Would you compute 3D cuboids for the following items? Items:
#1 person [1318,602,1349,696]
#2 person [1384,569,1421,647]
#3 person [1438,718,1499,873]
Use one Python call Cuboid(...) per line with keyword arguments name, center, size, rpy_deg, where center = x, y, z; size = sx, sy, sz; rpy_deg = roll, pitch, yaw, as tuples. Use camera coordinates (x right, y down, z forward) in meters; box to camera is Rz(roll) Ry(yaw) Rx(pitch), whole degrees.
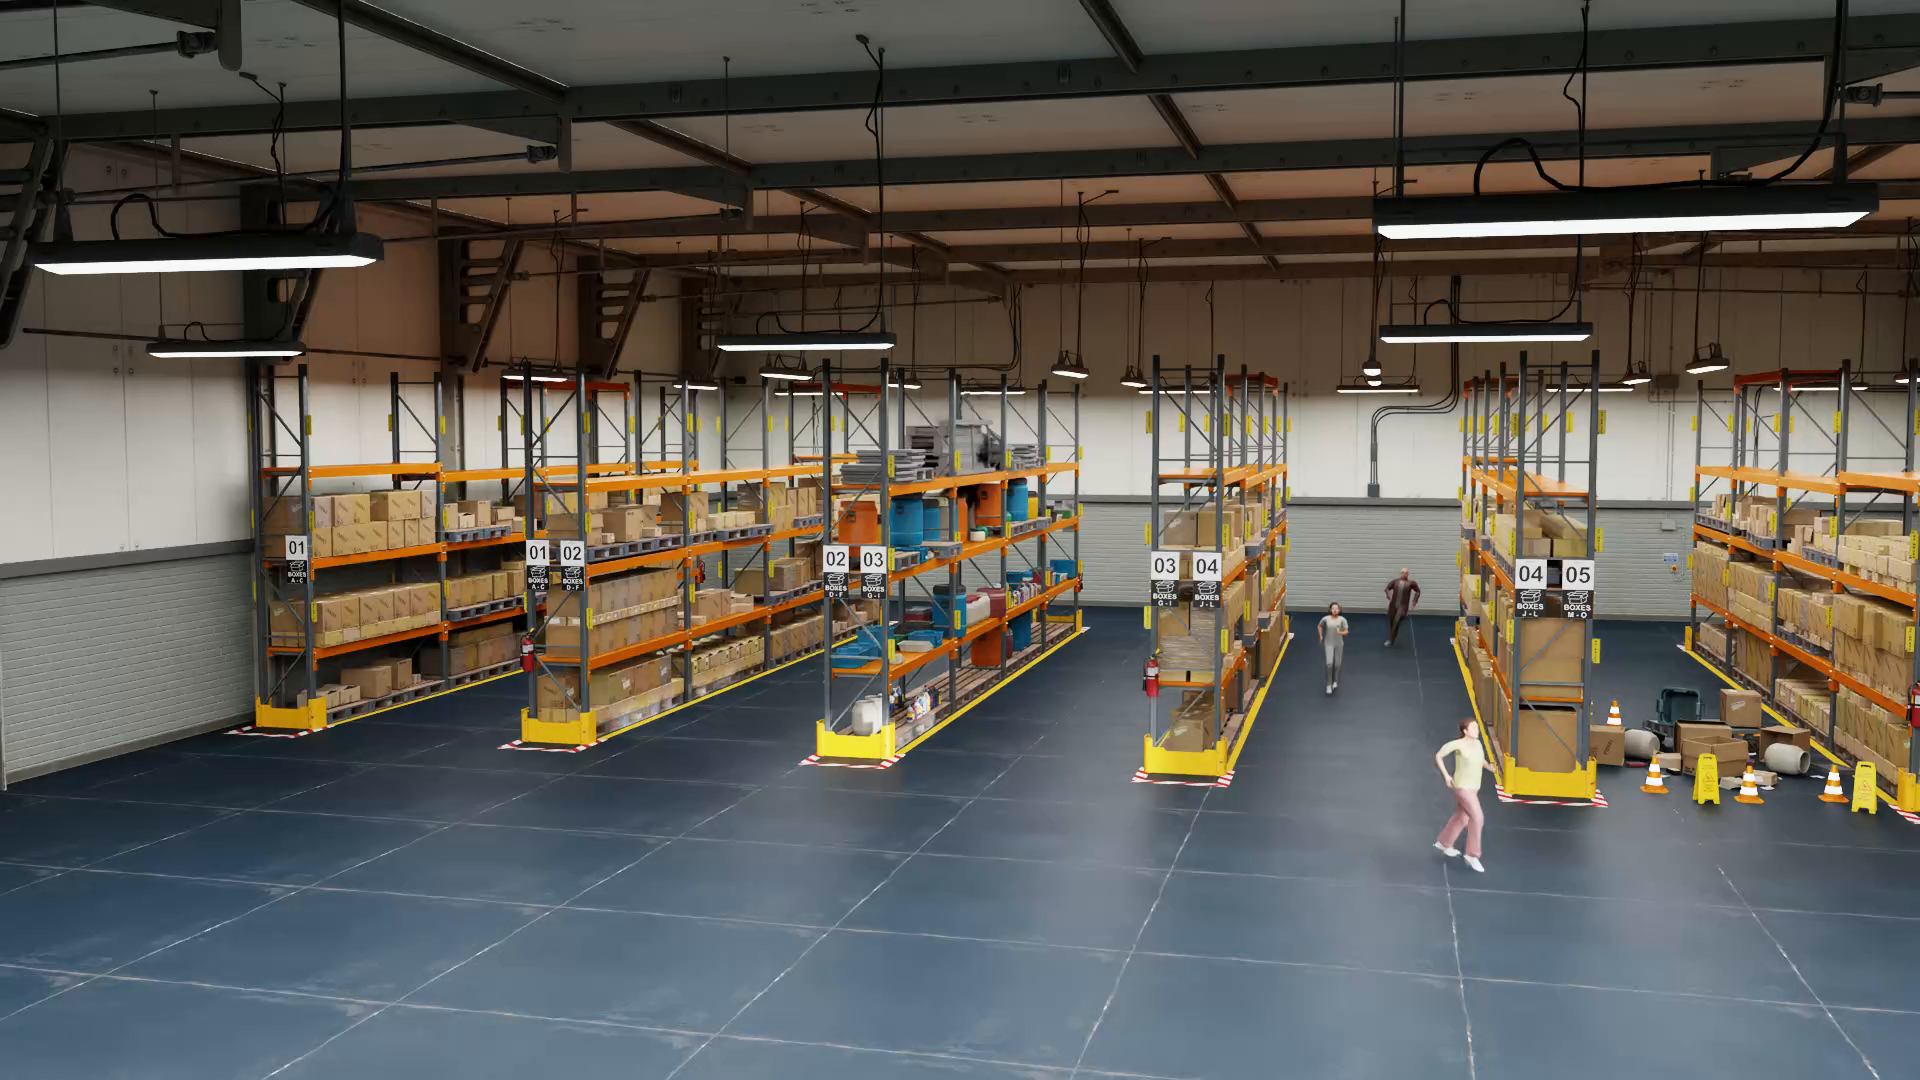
Cuboid(name="person", center=(6.986, 2.019, 31.122), size=(0.535, 1.726, 0.765), rpy_deg=(0, 4, 7))
Cuboid(name="person", center=(9.958, 1.522, 37.611), size=(0.770, 1.739, 0.990), rpy_deg=(2, 5, 31))
Cuboid(name="person", center=(5.794, 2.862, 18.950), size=(0.563, 1.714, 0.769), rpy_deg=(-3, 5, -39))
